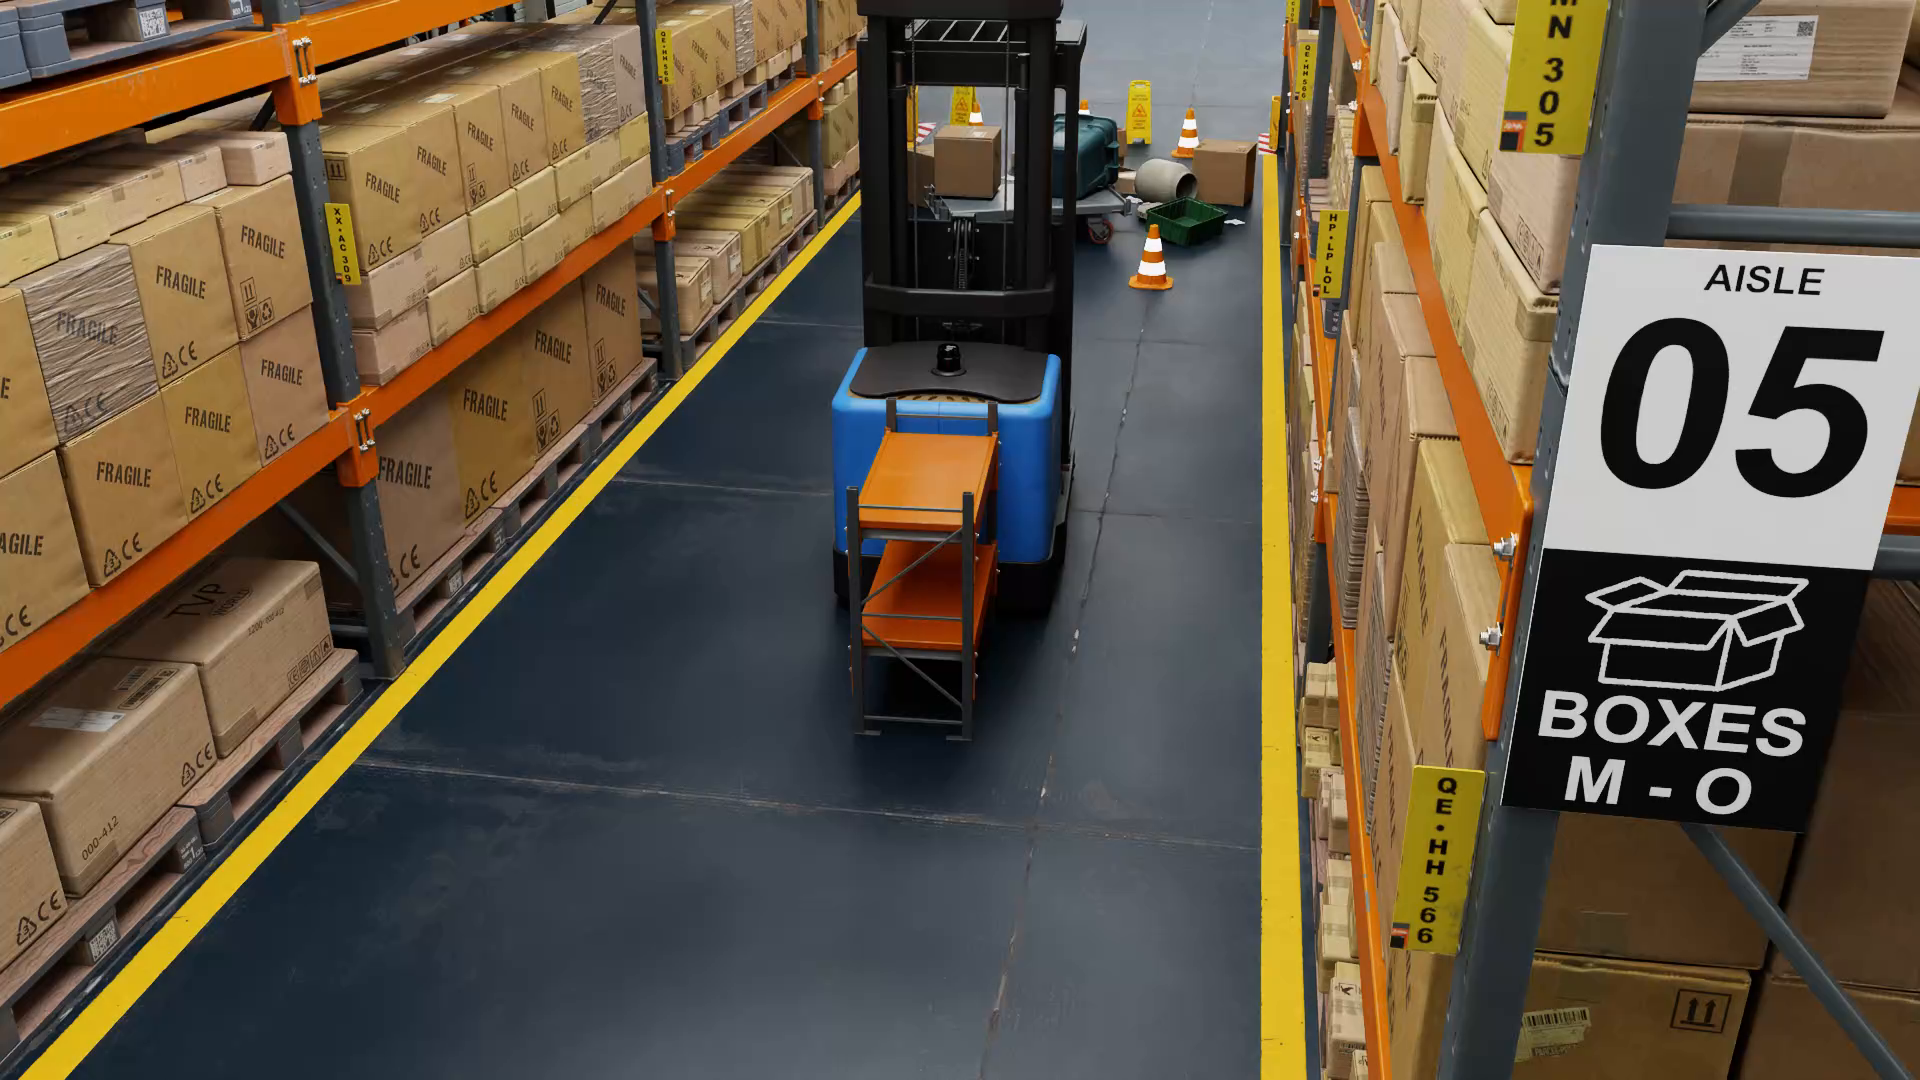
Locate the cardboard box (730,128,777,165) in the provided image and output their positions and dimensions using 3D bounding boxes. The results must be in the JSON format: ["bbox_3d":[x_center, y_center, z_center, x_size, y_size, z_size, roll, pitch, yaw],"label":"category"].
[{"bbox_3d":[-1.859,-3.680,14.937,0.500,0.500,0.500,4,25,8],"label":"cardboard box"}]

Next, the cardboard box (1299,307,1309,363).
[{"bbox_3d":[2.121,-1.070,9.065,0.500,0.250,0.500,4,25,8],"label":"cardboard box"}]

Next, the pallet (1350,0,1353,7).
[{"bbox_3d":[2.274,-2.441,7.110,1.213,0.211,1.003,4,25,9],"label":"pallet"}]

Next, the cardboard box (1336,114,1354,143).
[{"bbox_3d":[2.247,-2.209,9.030,0.380,0.149,0.250,3,25,7],"label":"cardboard box"}]

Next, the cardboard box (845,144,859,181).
[{"bbox_3d":[-1.252,-3.526,15.493,0.500,0.250,0.500,5,26,11],"label":"cardboard box"}]

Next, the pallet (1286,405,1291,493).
[{"bbox_3d":[2.426,-0.566,9.710,1.003,0.211,1.213,4,25,9],"label":"pallet"}]

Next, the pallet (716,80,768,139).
[{"bbox_3d":[-2.062,-3.200,12.275,1.003,0.211,1.213,4,25,9],"label":"pallet"}]

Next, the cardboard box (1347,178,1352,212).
[{"bbox_3d":[1.988,-1.555,7.633,0.380,0.149,0.250,3,25,6],"label":"cardboard box"}]

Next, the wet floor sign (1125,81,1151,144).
[{"bbox_3d":[1.914,-4.584,17.783,0.267,0.644,0.232,0,25,-1],"label":"wet floor sign"}]

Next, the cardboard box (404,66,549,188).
[{"bbox_3d":[-2.425,-2.086,8.372,0.500,0.500,0.500,4,25,8],"label":"cardboard box"}]

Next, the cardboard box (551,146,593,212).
[{"bbox_3d":[-2.317,-1.964,8.995,0.500,0.250,0.500,3,25,7],"label":"cardboard box"}]

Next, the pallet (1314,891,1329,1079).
[{"bbox_3d":[1.629,1.575,5.135,1.003,0.211,1.213,4,25,9],"label":"pallet"}]

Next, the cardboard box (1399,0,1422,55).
[{"bbox_3d":[1.404,-1.397,4.246,0.500,0.250,0.500,4,25,9],"label":"cardboard box"}]

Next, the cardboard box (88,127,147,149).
[{"bbox_3d":[-3.306,-1.461,6.271,0.380,0.149,0.250,4,25,8],"label":"cardboard box"}]

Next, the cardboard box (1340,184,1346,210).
[{"bbox_3d":[2.069,-1.640,8.165,0.380,0.149,0.250,4,25,8],"label":"cardboard box"}]

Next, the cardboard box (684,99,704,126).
[{"bbox_3d":[-1.939,-2.883,11.172,0.380,0.149,0.250,2,25,5],"label":"cardboard box"}]

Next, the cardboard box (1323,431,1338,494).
[{"bbox_3d":[1.532,-0.273,6.091,0.380,0.149,0.250,5,26,10],"label":"cardboard box"}]

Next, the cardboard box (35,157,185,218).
[{"bbox_3d":[-2.936,-1.218,5.751,0.380,0.149,0.250,4,25,9],"label":"cardboard box"}]

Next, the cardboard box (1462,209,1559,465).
[{"bbox_3d":[1.061,-0.309,2.510,0.500,0.250,0.500,3,25,7],"label":"cardboard box"}]

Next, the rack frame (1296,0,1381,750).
[{"bbox_3d":[1.901,-0.483,6.243,1.000,3.000,0.127,4,25,9],"label":"rack frame"}]

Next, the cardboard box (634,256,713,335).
[{"bbox_3d":[-2.243,-1.692,11.431,0.950,0.372,0.625,2,25,5],"label":"cardboard box"}]

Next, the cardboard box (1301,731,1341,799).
[{"bbox_3d":[1.481,0.860,6.243,0.380,0.149,0.250,5,26,10],"label":"cardboard box"}]

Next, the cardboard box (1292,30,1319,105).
[{"bbox_3d":[2.857,-3.672,12.940,0.500,0.500,0.500,4,25,9],"label":"cardboard box"}]

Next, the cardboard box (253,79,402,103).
[{"bbox_3d":[-2.994,-1.913,8.002,0.500,0.500,0.500,5,26,10],"label":"cardboard box"}]

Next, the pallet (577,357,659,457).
[{"bbox_3d":[-2.548,-0.869,10.357,1.003,0.211,1.213,4,25,9],"label":"pallet"}]

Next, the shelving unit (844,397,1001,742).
[{"bbox_3d":[-0.138,0.101,7.208,0.538,1.125,1.048,3,25,6],"label":"shelving unit"}]

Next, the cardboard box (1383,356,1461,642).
[{"bbox_3d":[1.236,-0.081,3.737,0.500,0.500,0.500,5,26,11],"label":"cardboard box"}]

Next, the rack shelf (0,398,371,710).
[{"bbox_3d":[-3.326,0.379,5.251,1.077,0.370,4.000,4,25,9],"label":"rack shelf"}]

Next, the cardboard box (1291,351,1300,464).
[{"bbox_3d":[2.109,-0.725,9.214,0.500,0.500,0.500,4,25,9],"label":"cardboard box"}]

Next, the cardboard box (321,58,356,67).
[{"bbox_3d":[-6.461,-4.723,16.870,0.500,0.250,0.500,4,25,8],"label":"cardboard box"}]

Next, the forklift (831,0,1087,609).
[{"bbox_3d":[0.069,-1.593,8.695,1.130,2.935,3.031,3,25,6],"label":"forklift"}]

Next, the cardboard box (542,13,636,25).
[{"bbox_3d":[-2.471,-3.253,11.197,0.500,0.500,0.500,4,25,8],"label":"cardboard box"}]

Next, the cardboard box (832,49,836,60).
[{"bbox_3d":[-1.320,-4.347,14.796,0.380,0.149,0.250,4,25,8],"label":"cardboard box"}]

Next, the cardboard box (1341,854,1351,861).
[{"bbox_3d":[1.454,1.056,5.473,0.380,0.149,0.250,5,26,11],"label":"cardboard box"}]

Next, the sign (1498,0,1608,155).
[{"bbox_3d":[0.703,-0.616,1.945,0.100,0.325,0.005,4,25,9],"label":"sign"}]

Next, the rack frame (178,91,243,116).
[{"bbox_3d":[-6.589,-4.472,14.765,1.000,3.000,0.127,4,25,9],"label":"rack frame"}]

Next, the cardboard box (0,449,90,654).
[{"bbox_3d":[-3.069,0.028,5.034,0.500,0.500,0.500,5,26,10],"label":"cardboard box"}]

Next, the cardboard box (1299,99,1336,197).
[{"bbox_3d":[2.364,-2.408,10.238,0.500,0.500,0.500,4,25,9],"label":"cardboard box"}]

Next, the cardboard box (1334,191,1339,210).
[{"bbox_3d":[2.152,-1.721,8.689,0.380,0.149,0.250,5,26,11],"label":"cardboard box"}]

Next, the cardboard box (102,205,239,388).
[{"bbox_3d":[-2.894,-0.853,5.737,0.500,0.500,0.500,4,25,8],"label":"cardboard box"}]

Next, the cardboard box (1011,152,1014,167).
[{"bbox_3d":[0.741,-3.823,16.742,0.380,0.149,0.250,19,31,35],"label":"cardboard box"}]

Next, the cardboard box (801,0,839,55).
[{"bbox_3d":[-1.344,-4.474,14.301,0.500,0.500,0.500,4,25,8],"label":"cardboard box"}]

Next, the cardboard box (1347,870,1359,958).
[{"bbox_3d":[1.360,1.131,4.962,0.380,0.149,0.250,4,25,9],"label":"cardboard box"}]

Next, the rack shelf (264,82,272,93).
[{"bbox_3d":[-6.916,-3.309,13.130,1.077,0.370,4.000,4,25,9],"label":"rack shelf"}]

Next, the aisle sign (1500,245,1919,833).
[{"bbox_3d":[0.940,0.023,2.097,0.394,0.787,0.004,4,25,9],"label":"aisle sign"}]

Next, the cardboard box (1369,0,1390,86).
[{"bbox_3d":[1.565,-1.598,5.264,0.500,0.250,0.500,5,26,11],"label":"cardboard box"}]

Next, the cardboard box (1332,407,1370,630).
[{"bbox_3d":[1.380,-0.057,4.865,0.500,0.500,0.500,3,25,7],"label":"cardboard box"}]

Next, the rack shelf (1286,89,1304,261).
[{"bbox_3d":[2.882,-2.666,11.756,1.077,0.370,4.000,4,25,9],"label":"rack shelf"}]

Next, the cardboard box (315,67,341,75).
[{"bbox_3d":[-6.037,-4.472,16.334,0.500,0.250,0.500,5,26,10],"label":"cardboard box"}]

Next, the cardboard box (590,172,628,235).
[{"bbox_3d":[-2.240,-1.944,9.542,0.500,0.250,0.500,4,25,9],"label":"cardboard box"}]

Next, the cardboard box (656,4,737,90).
[{"bbox_3d":[-1.885,-3.440,11.596,0.500,0.500,0.500,4,25,9],"label":"cardboard box"}]

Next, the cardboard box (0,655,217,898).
[{"bbox_3d":[-3.353,0.817,5.994,0.875,0.438,0.875,3,25,7],"label":"cardboard box"}]

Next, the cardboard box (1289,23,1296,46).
[{"bbox_3d":[3.563,-4.954,15.618,0.875,0.550,0.550,4,25,9],"label":"cardboard box"}]

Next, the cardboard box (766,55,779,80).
[{"bbox_3d":[-1.608,-3.645,12.800,0.380,0.149,0.250,4,25,9],"label":"cardboard box"}]
